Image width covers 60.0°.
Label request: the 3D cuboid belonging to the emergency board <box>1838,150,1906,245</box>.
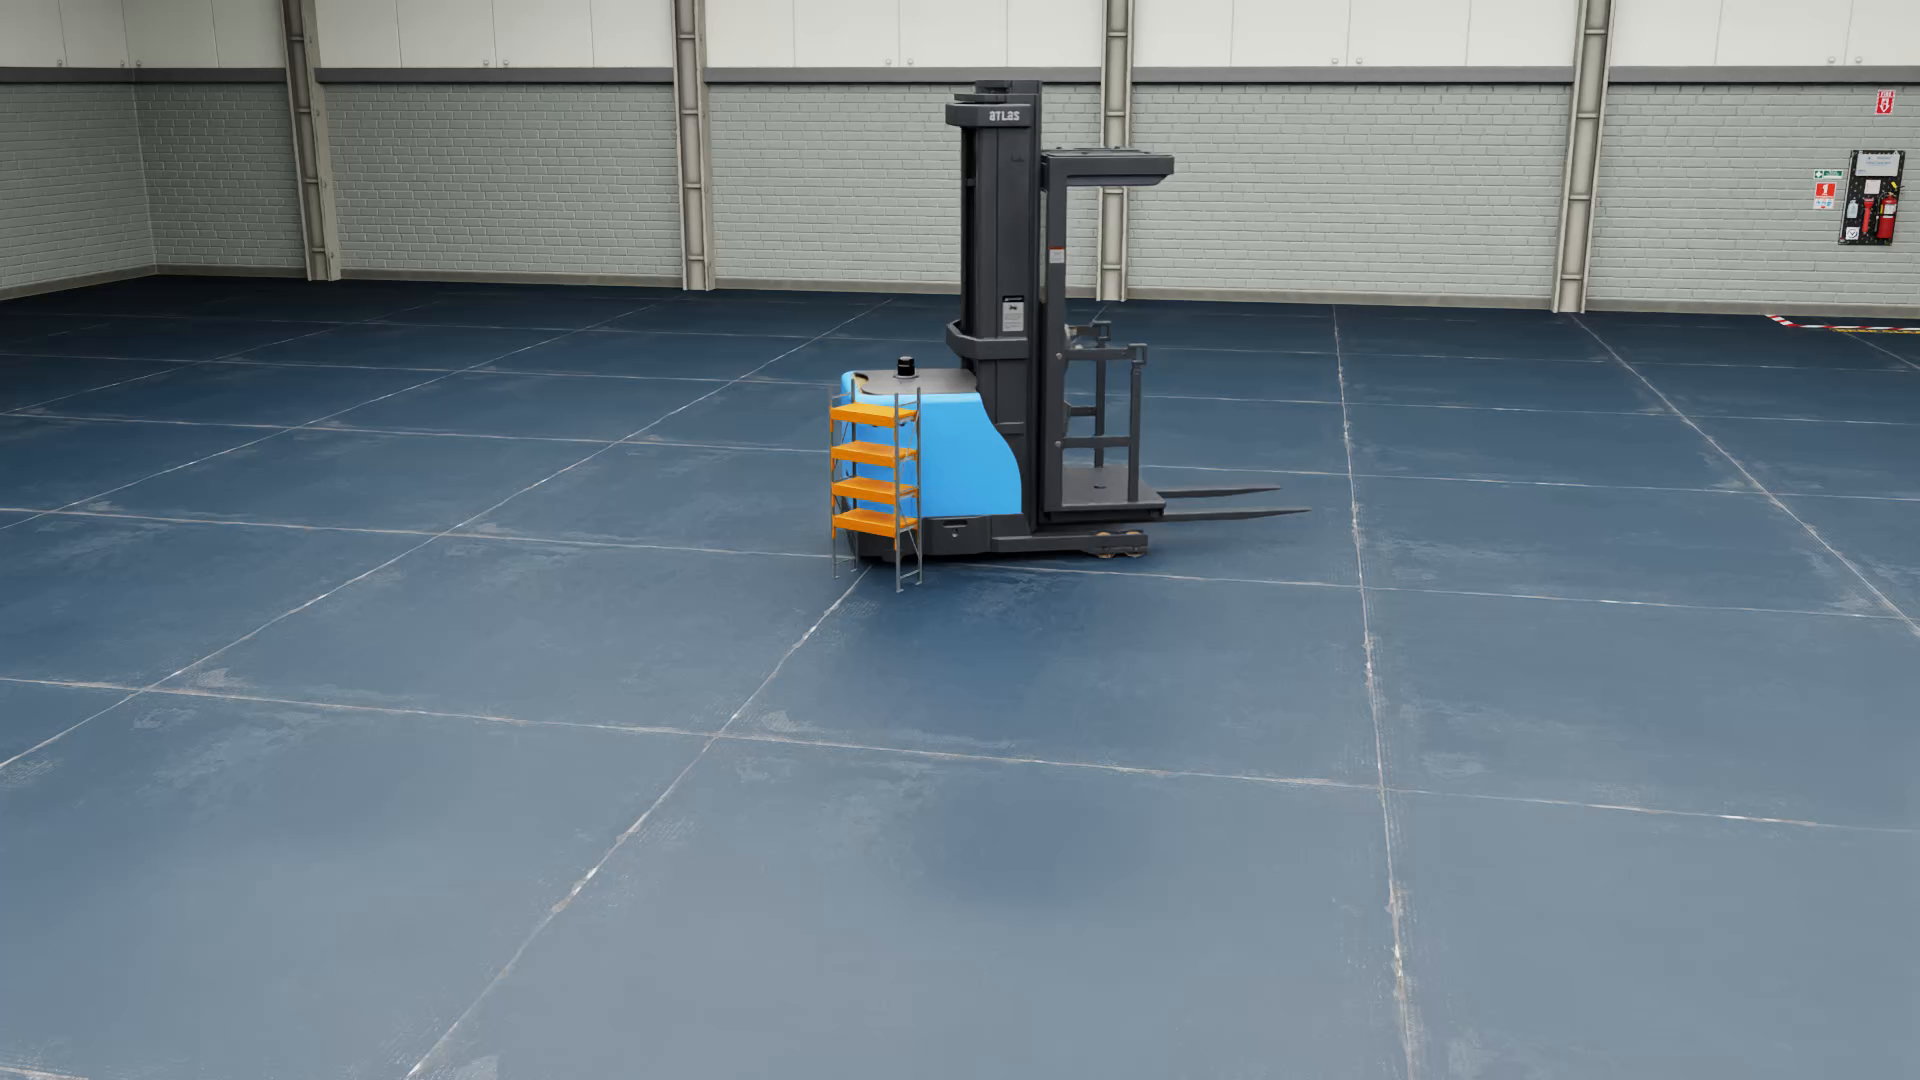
[{"bbox_3d":[11.442,-4.274,20.803,0.643,1.169,0.194,3,16,11],"label":"emergency board"}]

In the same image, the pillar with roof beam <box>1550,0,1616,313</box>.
[{"bbox_3d":[7.119,-6.217,16.578,0.400,9.000,9.100,3,16,11],"label":"pillar with roof beam"}]

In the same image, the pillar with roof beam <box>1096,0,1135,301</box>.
[{"bbox_3d":[1.239,-6.536,17.730,0.400,9.000,9.100,3,16,11],"label":"pillar with roof beam"}]

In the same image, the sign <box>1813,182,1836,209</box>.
[{"bbox_3d":[10.921,-4.348,21.001,0.234,0.329,0.001,3,16,11],"label":"sign"}]

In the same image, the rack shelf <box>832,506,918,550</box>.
[{"bbox_3d":[-0.505,-0.073,10.005,0.480,0.148,0.258,10,19,33],"label":"rack shelf"}]

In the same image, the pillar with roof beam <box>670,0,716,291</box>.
[{"bbox_3d":[-4.641,-6.855,18.882,0.400,9.000,9.100,3,16,11],"label":"pillar with roof beam"}]

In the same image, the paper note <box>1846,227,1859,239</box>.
[{"bbox_3d":[11.283,-3.877,21.019,0.142,0.148,0.016,3,16,11],"label":"paper note"}]

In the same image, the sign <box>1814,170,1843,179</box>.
[{"bbox_3d":[10.924,-4.600,20.921,0.331,0.109,0.001,3,16,11],"label":"sign"}]

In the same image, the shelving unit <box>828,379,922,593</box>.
[{"bbox_3d":[-0.505,-0.330,9.934,0.503,1.200,0.258,10,19,33],"label":"shelving unit"}]

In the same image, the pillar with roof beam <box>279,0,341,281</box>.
[{"bbox_3d":[-10.520,-7.174,20.035,0.400,9.000,9.100,3,16,11],"label":"pillar with roof beam"}]

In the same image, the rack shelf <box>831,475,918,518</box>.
[{"bbox_3d":[-0.505,-0.265,9.952,0.480,0.148,0.258,10,19,33],"label":"rack shelf"}]

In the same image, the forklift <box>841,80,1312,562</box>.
[{"bbox_3d":[0.763,-1.431,10.666,3.031,2.935,1.130,-2,16,-8],"label":"forklift"}]

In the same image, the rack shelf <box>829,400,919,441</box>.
[{"bbox_3d":[-0.505,-0.708,9.830,0.480,0.148,0.258,10,19,33],"label":"rack shelf"}]

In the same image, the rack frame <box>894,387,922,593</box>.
[{"bbox_3d":[-0.304,-0.293,9.801,0.015,1.200,0.240,10,19,33],"label":"rack frame"}]

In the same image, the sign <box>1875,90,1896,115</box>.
[{"bbox_3d":[11.454,-5.418,20.589,0.199,0.298,0.001,3,16,11],"label":"sign"}]

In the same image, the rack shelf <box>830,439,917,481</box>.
[{"bbox_3d":[-0.505,-0.480,9.893,0.480,0.148,0.258,10,19,33],"label":"rack shelf"}]

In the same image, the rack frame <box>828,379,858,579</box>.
[{"bbox_3d":[-0.706,-0.367,10.068,0.015,1.200,0.240,10,19,33],"label":"rack frame"}]
